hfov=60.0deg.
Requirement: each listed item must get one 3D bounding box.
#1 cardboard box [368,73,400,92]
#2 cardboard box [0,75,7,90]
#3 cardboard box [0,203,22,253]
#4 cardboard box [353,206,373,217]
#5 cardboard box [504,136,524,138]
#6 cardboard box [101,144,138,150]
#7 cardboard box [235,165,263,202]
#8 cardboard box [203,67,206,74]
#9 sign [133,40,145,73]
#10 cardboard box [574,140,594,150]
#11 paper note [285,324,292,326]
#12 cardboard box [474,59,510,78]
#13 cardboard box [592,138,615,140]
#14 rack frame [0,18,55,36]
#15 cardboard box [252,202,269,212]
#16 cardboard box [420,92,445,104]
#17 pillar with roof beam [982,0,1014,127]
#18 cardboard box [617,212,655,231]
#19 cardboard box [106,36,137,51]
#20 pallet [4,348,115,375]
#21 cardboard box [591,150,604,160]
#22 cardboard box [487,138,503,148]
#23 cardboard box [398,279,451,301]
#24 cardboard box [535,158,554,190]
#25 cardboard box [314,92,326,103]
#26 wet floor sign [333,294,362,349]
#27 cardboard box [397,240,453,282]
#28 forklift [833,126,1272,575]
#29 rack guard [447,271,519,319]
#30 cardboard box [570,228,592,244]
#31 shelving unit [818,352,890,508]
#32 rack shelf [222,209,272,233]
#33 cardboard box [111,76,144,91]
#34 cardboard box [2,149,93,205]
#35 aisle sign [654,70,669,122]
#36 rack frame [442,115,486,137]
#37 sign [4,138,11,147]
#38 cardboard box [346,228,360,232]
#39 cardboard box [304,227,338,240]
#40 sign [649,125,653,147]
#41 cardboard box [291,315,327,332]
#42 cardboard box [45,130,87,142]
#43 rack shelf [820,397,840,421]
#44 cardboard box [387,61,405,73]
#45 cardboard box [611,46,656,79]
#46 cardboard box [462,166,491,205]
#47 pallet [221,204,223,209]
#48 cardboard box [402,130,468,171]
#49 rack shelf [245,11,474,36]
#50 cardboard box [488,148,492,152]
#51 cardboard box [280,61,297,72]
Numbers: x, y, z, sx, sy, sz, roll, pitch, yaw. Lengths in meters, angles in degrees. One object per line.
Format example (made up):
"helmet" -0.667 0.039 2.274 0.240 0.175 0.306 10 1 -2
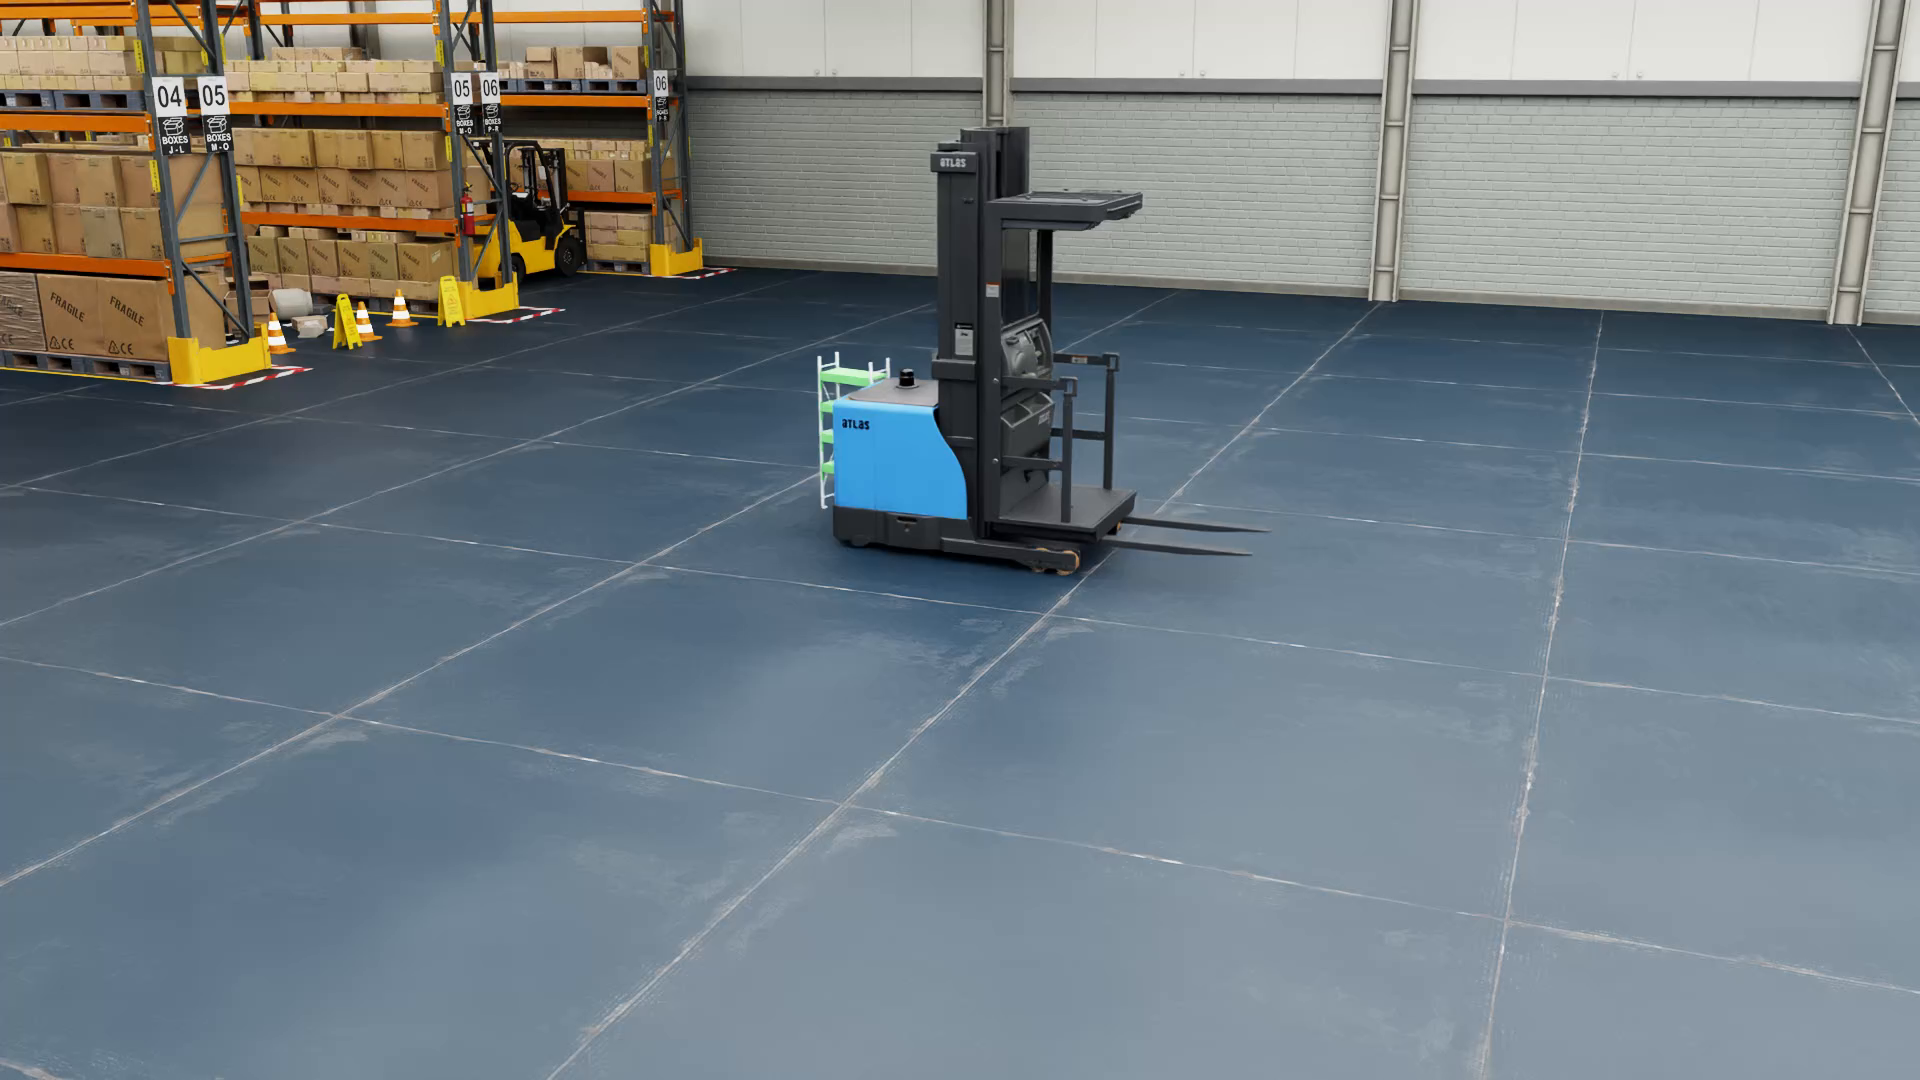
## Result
"cardboard box" -7.534 -6.124 22.243 0.500 0.250 0.500 6 17 20
"cardboard box" -10.311 -4.978 18.079 0.250 0.149 0.380 7 17 21
"cardboard box" -10.613 -3.591 18.894 0.550 0.550 0.875 6 17 21
"cardboard box" -8.139 -4.549 22.915 0.250 0.149 0.380 6 17 20
"cardboard box" -7.523 -6.760 28.201 0.250 0.149 0.380 6 17 20
"cardboard box" -12.159 -5.522 24.349 0.500 0.500 0.500 6 17 19
"cardboard box" -9.911 -5.057 23.501 0.500 0.500 0.500 6 17 20
"cardboard box" -10.814 -6.576 23.581 0.500 0.250 0.500 6 17 20
"sign" -8.431 -4.969 17.083 0.005 0.325 0.100 6 17 21
"cardboard box" -6.071 -6.426 27.053 0.250 0.149 0.380 7 18 22
"paper note" -8.842 -2.850 21.955 0.142 0.019 0.148 14 21 40
"cardboard box" -7.715 -7.771 27.407 0.500 0.311 0.500 7 17 22
"cardboard box" -5.874 -6.563 27.524 0.250 0.149 0.380 7 18 22
"rack frame" -13.939 -8.274 24.534 0.127 3.000 1.000 6 17 21
"cardboard box" -9.788 -4.735 23.556 0.250 0.149 0.380 7 18 22
"cardboard box" -6.931 -5.859 22.044 0.250 0.149 0.380 6 17 21
"pillar with roof beam" -0.994 -7.318 21.241 0.400 9.000 9.100 6 17 21
"cardboard box" -5.222 -5.190 27.056 0.500 0.250 0.500 7 18 22
"cardboard box" -8.657 -5.179 17.342 0.250 0.149 0.380 6 17 21
"pallet" -10.122 -2.128 19.126 1.213 0.211 1.003 6 17 21
"cardboard box" -5.798 -6.274 27.062 0.250 0.149 0.380 6 17 20
"cardboard box" -7.695 -6.637 27.780 0.250 0.149 0.380 6 17 20
"cardboard box" -7.370 -3.471 22.929 0.500 0.250 0.500 6 17 20
"cardboard box" -6.661 -6.049 27.451 0.500 0.500 0.500 6 17 21
"cardboard box" -8.581 -6.050 22.704 0.250 0.149 0.380 6 17 21
"wet floor sign" -7.465 -2.660 20.180 0.232 0.644 0.267 3 17 11
"cardboard box" -7.338 -3.830 22.821 0.500 0.500 0.500 6 17 21
"forklift" 0.653 -1.337 11.521 3.031 2.935 1.130 6 17 21
"rack guard" -6.567 -3.382 22.927 0.348 0.500 1.175 6 17 21
"cardboard box" -6.197 -5.054 27.484 0.500 0.250 0.500 6 17 19
"shelving unit" -0.811 -0.815 12.828 0.503 1.200 0.258 10 19 32
"rack shelf" -12.078 -4.843 24.766 4.000 0.370 1.077 6 17 21
"cardboard box" -8.653 -4.796 17.452 0.250 0.149 0.380 6 17 21
"cardboard box" -10.107 -4.064 18.588 0.500 0.550 0.875 6 17 21
"aisle sign" -4.726 -7.028 26.339 0.004 0.787 0.394 6 17 21
"rack frame" -8.400 -6.272 28.397 0.127 3.000 1.000 6 17 21
"sign" -14.139 -5.805 24.712 0.005 0.325 0.100 6 17 21
"cardboard box" -10.309 -5.541 29.386 0.625 0.625 0.875 6 17 18
"cardboard box" -8.943 -4.299 23.272 0.250 0.149 0.380 7 18 24
"sign" -4.891 -6.393 26.313 0.005 0.325 0.100 6 17 21
"cardboard box" -8.456 -2.816 21.606 0.380 0.149 0.250 -12 20 -37
"cardboard box" -17.130 -7.742 31.853 0.500 0.500 0.500 6 17 19
"rack shelf" -0.811 -0.984 12.779 0.480 0.148 0.258 10 19 32
"cardboard box" -7.390 -6.293 22.111 0.250 0.149 0.380 6 17 20
"cardboard box" -5.180 -7.583 26.421 0.500 0.500 0.500 7 18 22
"cardboard box" -6.836 -4.886 22.911 0.500 0.500 0.500 6 17 20
"pallet" -10.875 -5.008 24.387 1.213 0.211 1.003 6 17 21
"cardboard box" -7.052 -5.241 22.341 0.500 0.500 0.700 6 17 19
"rack shelf" -10.260 -8.820 28.421 4.000 0.370 1.077 6 17 21
"cardboard box" -7.706 -6.485 27.788 0.250 0.149 0.380 6 17 21
"cardboard box" -9.066 -6.475 22.738 0.250 0.149 0.380 6 17 19
